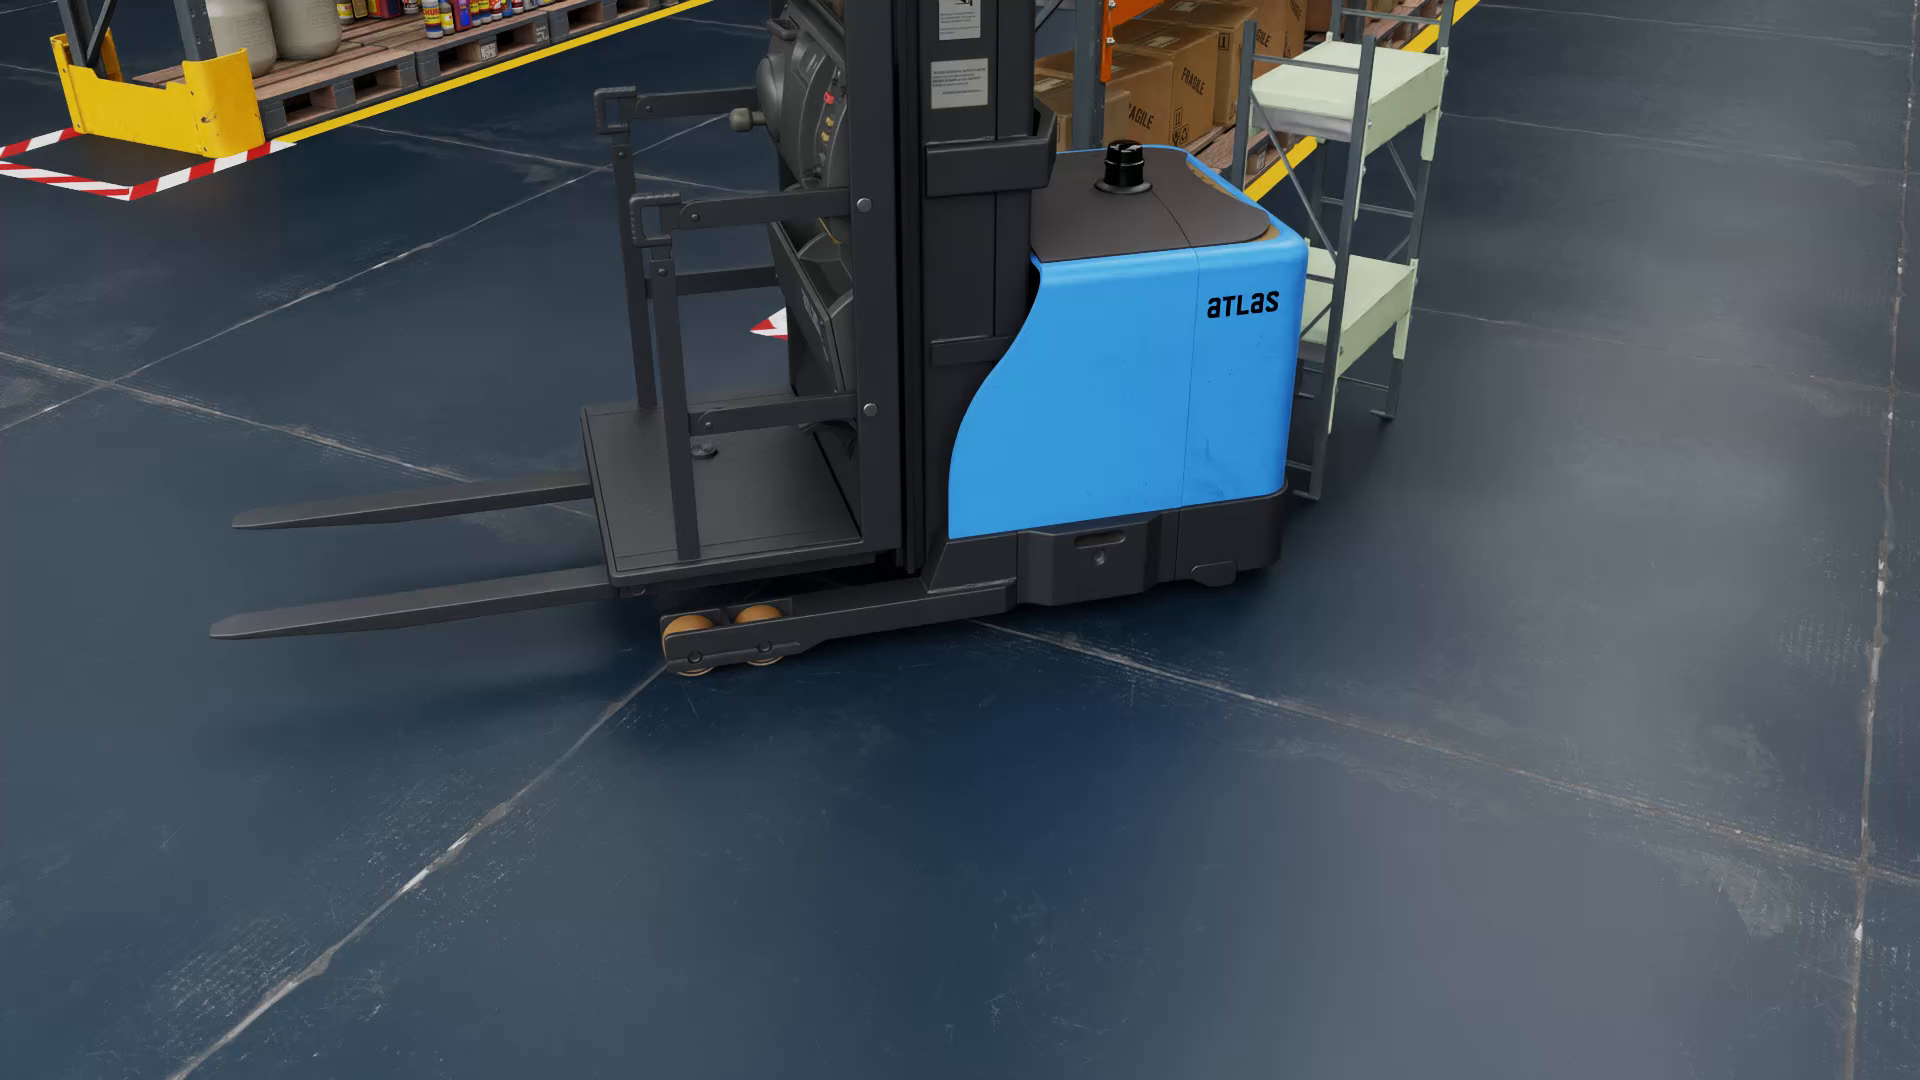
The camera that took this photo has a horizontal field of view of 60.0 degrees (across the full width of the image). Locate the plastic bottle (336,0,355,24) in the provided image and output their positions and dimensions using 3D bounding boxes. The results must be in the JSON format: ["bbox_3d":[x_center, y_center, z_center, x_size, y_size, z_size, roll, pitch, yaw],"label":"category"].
[{"bbox_3d":[-3.870,-3.353,10.444,0.097,0.201,0.097,0,30,0],"label":"plastic bottle"}]

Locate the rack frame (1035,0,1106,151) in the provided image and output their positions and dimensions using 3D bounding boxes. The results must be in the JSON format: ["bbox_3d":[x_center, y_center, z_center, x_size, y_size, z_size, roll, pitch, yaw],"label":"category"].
[{"bbox_3d":[0.093,-2.338,6.310,1.000,3.000,0.127,14,33,23],"label":"rack frame"}]

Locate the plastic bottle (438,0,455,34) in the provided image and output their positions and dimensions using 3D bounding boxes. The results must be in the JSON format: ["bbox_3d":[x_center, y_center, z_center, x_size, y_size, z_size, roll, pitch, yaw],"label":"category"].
[{"bbox_3d":[-3.166,-3.218,10.210,0.097,0.201,0.097,0,30,0],"label":"plastic bottle"}]

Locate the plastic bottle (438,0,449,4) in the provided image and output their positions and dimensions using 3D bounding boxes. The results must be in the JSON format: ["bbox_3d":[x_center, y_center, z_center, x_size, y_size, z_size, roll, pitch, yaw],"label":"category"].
[{"bbox_3d":[-3.368,-3.686,10.951,0.152,0.276,0.135,14,33,23],"label":"plastic bottle"}]

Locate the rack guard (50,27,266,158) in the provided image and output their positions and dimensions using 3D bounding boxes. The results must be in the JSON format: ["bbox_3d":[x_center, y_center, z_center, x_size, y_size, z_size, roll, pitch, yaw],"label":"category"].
[{"bbox_3d":[-4.324,-2.422,8.966,1.175,0.500,0.348,14,33,23],"label":"rack guard"}]

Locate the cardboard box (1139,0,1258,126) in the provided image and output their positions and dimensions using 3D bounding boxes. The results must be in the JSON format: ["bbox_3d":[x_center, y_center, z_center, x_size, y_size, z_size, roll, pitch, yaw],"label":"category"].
[{"bbox_3d":[1.230,-2.493,8.667,0.500,0.500,0.500,11,32,19],"label":"cardboard box"}]

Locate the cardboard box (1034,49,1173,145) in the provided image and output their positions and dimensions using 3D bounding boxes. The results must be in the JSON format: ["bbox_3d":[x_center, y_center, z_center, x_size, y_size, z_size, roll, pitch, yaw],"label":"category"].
[{"bbox_3d":[0.634,-1.982,7.778,0.500,0.500,0.500,24,38,36],"label":"cardboard box"}]

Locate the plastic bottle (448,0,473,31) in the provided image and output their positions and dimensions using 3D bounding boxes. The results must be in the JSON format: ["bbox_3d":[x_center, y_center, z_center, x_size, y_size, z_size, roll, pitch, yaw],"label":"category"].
[{"bbox_3d":[-3.094,-3.304,10.277,0.061,0.283,0.133,15,33,24],"label":"plastic bottle"}]

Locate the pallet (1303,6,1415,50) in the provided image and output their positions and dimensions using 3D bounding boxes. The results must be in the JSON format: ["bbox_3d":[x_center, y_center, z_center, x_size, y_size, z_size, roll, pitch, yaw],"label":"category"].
[{"bbox_3d":[2.268,-3.248,10.693,1.003,0.211,1.213,14,33,23],"label":"pallet"}]

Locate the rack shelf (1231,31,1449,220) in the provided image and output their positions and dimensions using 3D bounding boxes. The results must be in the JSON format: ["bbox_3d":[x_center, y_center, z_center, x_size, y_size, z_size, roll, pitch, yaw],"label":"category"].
[{"bbox_3d":[1.209,-1.328,5.274,0.431,0.370,0.720,17,34,27],"label":"rack shelf"}]

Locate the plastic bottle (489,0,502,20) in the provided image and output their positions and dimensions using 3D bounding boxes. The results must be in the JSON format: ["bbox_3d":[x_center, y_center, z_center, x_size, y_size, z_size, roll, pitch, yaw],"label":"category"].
[{"bbox_3d":[-2.966,-3.412,10.548,0.097,0.201,0.097,0,30,0],"label":"plastic bottle"}]

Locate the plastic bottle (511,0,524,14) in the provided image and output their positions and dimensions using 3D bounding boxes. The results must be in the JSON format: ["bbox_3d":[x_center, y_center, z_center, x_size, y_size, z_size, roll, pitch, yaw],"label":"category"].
[{"bbox_3d":[-2.873,-3.503,10.707,0.097,0.201,0.097,0,30,0],"label":"plastic bottle"}]

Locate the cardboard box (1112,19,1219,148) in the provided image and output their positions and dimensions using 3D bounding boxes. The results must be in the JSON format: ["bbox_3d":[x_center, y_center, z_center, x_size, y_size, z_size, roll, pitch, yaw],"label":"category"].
[{"bbox_3d":[0.936,-2.255,8.254,0.500,0.500,0.500,18,34,28],"label":"cardboard box"}]

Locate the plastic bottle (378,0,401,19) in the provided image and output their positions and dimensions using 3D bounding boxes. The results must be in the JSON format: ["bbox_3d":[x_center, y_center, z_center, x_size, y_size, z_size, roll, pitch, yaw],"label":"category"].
[{"bbox_3d":[-3.636,-3.470,10.566,0.061,0.283,0.133,14,33,23],"label":"plastic bottle"}]

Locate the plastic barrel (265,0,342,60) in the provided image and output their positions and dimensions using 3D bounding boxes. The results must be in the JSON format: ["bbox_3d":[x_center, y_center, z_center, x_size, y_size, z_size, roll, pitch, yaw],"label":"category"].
[{"bbox_3d":[-3.856,-3.096,9.706,0.421,0.512,0.421,0,30,0],"label":"plastic barrel"}]

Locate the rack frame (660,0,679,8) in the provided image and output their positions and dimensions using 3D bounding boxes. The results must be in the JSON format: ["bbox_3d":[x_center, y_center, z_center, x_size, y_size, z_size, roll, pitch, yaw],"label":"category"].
[{"bbox_3d":[-2.494,-5.235,11.354,1.000,3.000,0.127,14,33,23],"label":"rack frame"}]

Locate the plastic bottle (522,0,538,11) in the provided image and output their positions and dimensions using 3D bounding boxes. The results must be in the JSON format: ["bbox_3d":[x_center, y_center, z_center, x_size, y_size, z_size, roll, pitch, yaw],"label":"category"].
[{"bbox_3d":[-2.843,-3.594,10.790,0.152,0.276,0.135,15,33,24],"label":"plastic bottle"}]

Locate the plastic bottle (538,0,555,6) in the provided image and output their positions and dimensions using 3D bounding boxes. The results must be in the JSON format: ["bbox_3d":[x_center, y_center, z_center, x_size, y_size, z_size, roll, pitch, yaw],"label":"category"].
[{"bbox_3d":[-2.766,-3.698,10.896,0.144,0.351,0.185,14,33,23],"label":"plastic bottle"}]

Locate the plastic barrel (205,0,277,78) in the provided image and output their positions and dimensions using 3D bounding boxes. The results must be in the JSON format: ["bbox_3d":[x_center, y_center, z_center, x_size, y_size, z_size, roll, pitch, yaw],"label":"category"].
[{"bbox_3d":[-4.085,-2.874,9.319,0.421,0.512,0.421,0,30,0],"label":"plastic barrel"}]

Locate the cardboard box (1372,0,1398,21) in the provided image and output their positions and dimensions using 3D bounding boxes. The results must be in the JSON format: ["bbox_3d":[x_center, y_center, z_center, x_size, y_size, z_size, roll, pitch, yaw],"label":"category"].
[{"bbox_3d":[2.448,-3.693,10.737,0.700,0.500,0.500,14,33,23],"label":"cardboard box"}]

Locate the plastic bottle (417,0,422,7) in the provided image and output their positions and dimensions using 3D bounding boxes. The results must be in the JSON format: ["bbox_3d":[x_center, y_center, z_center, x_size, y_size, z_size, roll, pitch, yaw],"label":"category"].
[{"bbox_3d":[-3.596,-3.659,10.828,0.144,0.351,0.185,16,33,25],"label":"plastic bottle"}]

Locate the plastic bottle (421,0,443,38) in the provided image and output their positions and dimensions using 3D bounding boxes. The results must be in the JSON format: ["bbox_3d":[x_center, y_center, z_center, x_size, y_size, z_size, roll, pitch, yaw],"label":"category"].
[{"bbox_3d":[-3.213,-3.202,10.113,0.097,0.271,0.097,0,30,0],"label":"plastic bottle"}]

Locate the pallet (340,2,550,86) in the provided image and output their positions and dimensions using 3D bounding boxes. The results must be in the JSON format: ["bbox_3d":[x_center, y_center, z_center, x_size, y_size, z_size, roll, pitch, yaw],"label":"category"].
[{"bbox_3d":[-3.392,-3.195,10.601,1.003,0.211,1.213,14,33,23],"label":"pallet"}]

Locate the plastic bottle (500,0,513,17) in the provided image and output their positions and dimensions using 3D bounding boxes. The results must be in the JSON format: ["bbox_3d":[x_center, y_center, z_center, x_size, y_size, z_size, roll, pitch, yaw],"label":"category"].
[{"bbox_3d":[-2.919,-3.489,10.611,0.097,0.271,0.097,0,30,0],"label":"plastic bottle"}]

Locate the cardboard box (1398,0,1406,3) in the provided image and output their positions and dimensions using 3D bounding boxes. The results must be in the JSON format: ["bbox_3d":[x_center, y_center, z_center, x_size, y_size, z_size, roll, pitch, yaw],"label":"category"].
[{"bbox_3d":[2.702,-3.941,11.169,0.700,0.500,0.500,11,32,19],"label":"cardboard box"}]

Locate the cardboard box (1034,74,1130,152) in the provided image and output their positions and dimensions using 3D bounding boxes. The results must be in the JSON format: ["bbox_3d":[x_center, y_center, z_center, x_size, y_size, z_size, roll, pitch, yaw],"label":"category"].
[{"bbox_3d":[0.392,-1.709,7.303,0.500,0.500,0.500,21,36,32],"label":"cardboard box"}]

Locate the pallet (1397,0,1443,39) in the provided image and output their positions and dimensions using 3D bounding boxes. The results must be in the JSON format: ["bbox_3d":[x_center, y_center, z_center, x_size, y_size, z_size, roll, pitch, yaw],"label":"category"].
[{"bbox_3d":[2.823,-3.791,11.639,1.003,0.211,1.213,14,33,23],"label":"pallet"}]

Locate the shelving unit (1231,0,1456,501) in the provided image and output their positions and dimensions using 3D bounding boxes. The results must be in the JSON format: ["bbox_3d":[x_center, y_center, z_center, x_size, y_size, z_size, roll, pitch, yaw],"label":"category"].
[{"bbox_3d":[1.209,-0.990,5.468,0.431,1.500,0.755,17,34,27],"label":"shelving unit"}]

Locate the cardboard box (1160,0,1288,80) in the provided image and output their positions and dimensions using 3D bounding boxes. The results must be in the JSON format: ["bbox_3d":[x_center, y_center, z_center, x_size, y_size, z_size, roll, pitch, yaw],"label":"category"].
[{"bbox_3d":[1.443,-2.786,9.177,0.500,0.500,0.500,-26,39,-37],"label":"cardboard box"}]

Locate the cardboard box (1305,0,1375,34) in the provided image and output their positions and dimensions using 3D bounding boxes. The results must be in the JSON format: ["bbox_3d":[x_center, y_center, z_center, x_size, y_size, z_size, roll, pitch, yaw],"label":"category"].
[{"bbox_3d":[2.214,-3.486,10.376,0.700,0.500,0.500,12,32,20],"label":"cardboard box"}]

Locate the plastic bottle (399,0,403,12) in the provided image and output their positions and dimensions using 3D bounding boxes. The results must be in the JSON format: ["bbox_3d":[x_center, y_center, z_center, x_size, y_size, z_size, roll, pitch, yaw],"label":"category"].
[{"bbox_3d":[-3.668,-3.552,10.717,0.152,0.276,0.135,13,32,22],"label":"plastic bottle"}]

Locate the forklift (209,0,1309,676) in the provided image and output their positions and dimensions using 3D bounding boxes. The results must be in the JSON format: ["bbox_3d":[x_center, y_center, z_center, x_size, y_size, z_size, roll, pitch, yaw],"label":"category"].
[{"bbox_3d":[-0.603,-1.187,4.374,3.031,2.935,1.130,-8,31,-13],"label":"forklift"}]

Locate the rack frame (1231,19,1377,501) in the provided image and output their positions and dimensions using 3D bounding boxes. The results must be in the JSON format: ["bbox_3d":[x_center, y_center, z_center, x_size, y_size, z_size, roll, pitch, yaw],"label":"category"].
[{"bbox_3d":[1.014,-0.836,5.199,0.400,1.500,0.023,17,34,27],"label":"rack frame"}]

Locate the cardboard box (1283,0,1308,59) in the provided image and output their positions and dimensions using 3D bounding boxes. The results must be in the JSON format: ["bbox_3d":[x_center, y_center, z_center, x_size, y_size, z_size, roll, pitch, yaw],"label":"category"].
[{"bbox_3d":[1.697,-3.041,9.622,0.500,0.500,0.500,13,32,22],"label":"cardboard box"}]

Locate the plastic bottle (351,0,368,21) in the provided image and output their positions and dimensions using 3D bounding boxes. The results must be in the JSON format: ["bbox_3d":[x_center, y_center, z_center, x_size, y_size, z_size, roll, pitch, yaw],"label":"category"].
[{"bbox_3d":[-3.833,-3.444,10.521,0.061,0.283,0.133,15,33,24],"label":"plastic bottle"}]

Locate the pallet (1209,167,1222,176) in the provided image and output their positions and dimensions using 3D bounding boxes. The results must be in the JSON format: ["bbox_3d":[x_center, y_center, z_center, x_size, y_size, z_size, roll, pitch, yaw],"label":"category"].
[{"bbox_3d":[0.529,-1.515,7.676,1.003,0.211,1.213,14,33,23],"label":"pallet"}]

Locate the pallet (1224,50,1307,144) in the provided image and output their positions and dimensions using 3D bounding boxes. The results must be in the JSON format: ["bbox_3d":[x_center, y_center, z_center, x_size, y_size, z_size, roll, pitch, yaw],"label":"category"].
[{"bbox_3d":[1.640,-2.596,9.559,1.003,0.211,1.213,14,33,23],"label":"pallet"}]

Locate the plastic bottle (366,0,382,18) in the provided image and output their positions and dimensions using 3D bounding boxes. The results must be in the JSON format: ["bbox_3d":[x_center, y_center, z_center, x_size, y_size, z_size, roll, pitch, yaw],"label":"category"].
[{"bbox_3d":[-3.731,-3.491,10.610,0.152,0.276,0.135,15,33,24],"label":"plastic bottle"}]

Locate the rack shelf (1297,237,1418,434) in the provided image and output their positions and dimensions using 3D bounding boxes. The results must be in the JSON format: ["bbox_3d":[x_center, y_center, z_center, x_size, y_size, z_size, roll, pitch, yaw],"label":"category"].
[{"bbox_3d":[1.209,-0.707,5.630,0.431,0.370,0.720,17,34,27],"label":"rack shelf"}]

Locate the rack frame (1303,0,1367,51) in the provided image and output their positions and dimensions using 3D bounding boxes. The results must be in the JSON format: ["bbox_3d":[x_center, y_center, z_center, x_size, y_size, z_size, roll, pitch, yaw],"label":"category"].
[{"bbox_3d":[1.915,-4.111,9.397,1.000,3.000,0.127,14,33,23],"label":"rack frame"}]

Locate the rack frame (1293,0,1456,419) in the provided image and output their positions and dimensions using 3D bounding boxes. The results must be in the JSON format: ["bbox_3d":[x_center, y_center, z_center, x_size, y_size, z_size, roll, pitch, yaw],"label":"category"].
[{"bbox_3d":[1.404,-1.144,5.737,0.400,1.500,0.023,17,34,27],"label":"rack frame"}]

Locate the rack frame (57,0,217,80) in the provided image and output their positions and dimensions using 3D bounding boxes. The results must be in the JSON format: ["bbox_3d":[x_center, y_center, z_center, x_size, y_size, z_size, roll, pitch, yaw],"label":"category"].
[{"bbox_3d":[-4.317,-3.462,8.266,1.000,3.000,0.127,14,33,23],"label":"rack frame"}]

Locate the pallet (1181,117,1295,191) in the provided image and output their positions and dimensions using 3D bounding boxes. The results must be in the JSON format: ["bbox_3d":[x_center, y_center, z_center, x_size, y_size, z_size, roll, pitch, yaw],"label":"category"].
[{"bbox_3d":[1.086,-2.054,8.614,1.003,0.211,1.213,14,33,23],"label":"pallet"}]

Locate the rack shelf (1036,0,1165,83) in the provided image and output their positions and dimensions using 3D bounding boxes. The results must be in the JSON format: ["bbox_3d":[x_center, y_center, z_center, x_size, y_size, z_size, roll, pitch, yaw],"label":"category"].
[{"bbox_3d":[1.004,-2.913,8.033,1.077,0.370,4.000,14,33,23],"label":"rack shelf"}]

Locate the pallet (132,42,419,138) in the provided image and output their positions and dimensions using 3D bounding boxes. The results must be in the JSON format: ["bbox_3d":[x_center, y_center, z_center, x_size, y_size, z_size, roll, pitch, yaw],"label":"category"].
[{"bbox_3d":[-3.949,-2.656,9.663,1.003,0.211,1.213,14,33,23],"label":"pallet"}]

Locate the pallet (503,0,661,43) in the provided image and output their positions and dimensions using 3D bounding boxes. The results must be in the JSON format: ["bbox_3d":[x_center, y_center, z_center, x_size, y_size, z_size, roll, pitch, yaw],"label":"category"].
[{"bbox_3d":[-2.837,-3.738,11.547,1.003,0.211,1.213,14,33,23],"label":"pallet"}]

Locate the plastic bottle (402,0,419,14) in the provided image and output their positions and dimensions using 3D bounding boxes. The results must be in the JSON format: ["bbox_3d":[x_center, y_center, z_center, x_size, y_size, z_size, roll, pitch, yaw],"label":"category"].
[{"bbox_3d":[-3.548,-3.500,10.700,0.097,0.201,0.097,0,30,0],"label":"plastic bottle"}]

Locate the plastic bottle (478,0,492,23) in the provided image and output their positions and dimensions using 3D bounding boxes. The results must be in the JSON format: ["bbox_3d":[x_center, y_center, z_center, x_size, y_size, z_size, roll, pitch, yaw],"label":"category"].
[{"bbox_3d":[-3.011,-3.399,10.454,0.097,0.271,0.097,0,30,0],"label":"plastic bottle"}]

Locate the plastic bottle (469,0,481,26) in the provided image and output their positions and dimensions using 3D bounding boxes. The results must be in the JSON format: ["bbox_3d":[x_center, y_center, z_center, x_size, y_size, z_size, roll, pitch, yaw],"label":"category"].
[{"bbox_3d":[-3.057,-3.354,10.377,0.097,0.271,0.097,0,30,0],"label":"plastic bottle"}]
